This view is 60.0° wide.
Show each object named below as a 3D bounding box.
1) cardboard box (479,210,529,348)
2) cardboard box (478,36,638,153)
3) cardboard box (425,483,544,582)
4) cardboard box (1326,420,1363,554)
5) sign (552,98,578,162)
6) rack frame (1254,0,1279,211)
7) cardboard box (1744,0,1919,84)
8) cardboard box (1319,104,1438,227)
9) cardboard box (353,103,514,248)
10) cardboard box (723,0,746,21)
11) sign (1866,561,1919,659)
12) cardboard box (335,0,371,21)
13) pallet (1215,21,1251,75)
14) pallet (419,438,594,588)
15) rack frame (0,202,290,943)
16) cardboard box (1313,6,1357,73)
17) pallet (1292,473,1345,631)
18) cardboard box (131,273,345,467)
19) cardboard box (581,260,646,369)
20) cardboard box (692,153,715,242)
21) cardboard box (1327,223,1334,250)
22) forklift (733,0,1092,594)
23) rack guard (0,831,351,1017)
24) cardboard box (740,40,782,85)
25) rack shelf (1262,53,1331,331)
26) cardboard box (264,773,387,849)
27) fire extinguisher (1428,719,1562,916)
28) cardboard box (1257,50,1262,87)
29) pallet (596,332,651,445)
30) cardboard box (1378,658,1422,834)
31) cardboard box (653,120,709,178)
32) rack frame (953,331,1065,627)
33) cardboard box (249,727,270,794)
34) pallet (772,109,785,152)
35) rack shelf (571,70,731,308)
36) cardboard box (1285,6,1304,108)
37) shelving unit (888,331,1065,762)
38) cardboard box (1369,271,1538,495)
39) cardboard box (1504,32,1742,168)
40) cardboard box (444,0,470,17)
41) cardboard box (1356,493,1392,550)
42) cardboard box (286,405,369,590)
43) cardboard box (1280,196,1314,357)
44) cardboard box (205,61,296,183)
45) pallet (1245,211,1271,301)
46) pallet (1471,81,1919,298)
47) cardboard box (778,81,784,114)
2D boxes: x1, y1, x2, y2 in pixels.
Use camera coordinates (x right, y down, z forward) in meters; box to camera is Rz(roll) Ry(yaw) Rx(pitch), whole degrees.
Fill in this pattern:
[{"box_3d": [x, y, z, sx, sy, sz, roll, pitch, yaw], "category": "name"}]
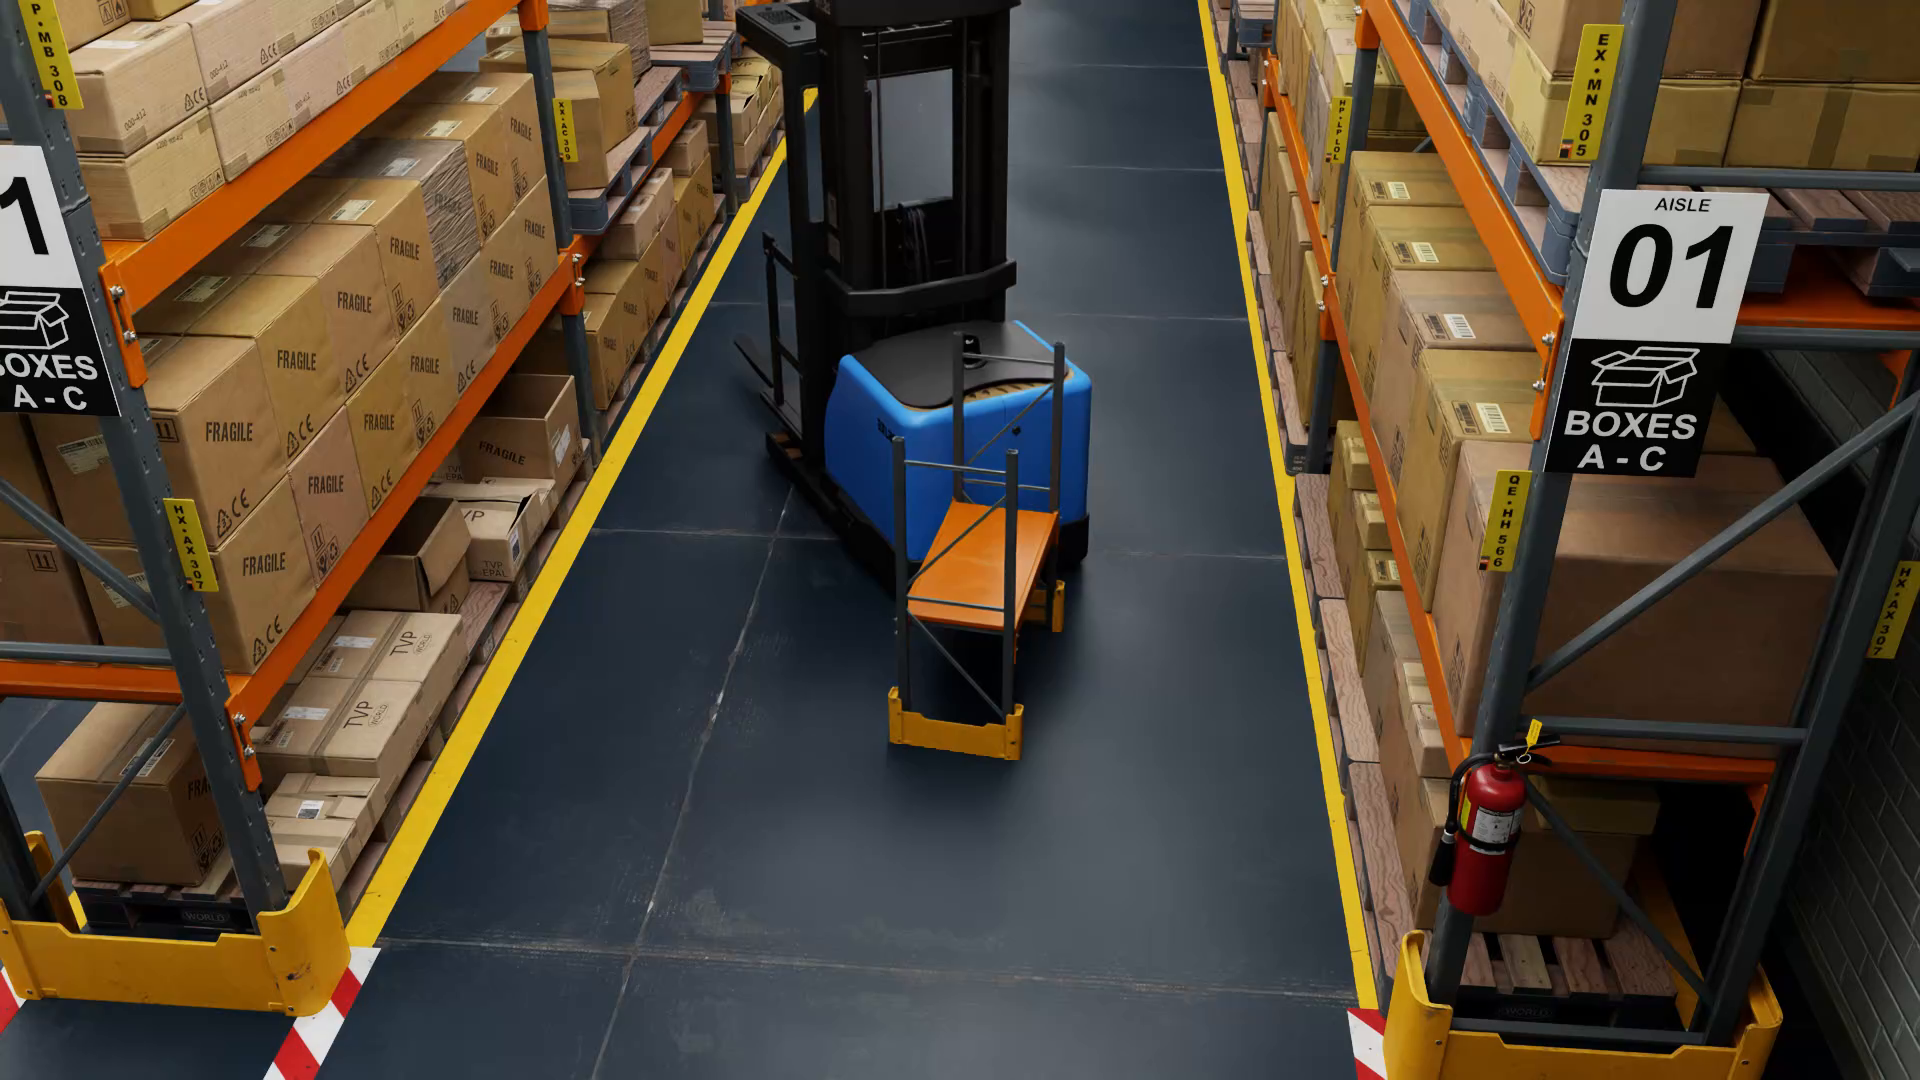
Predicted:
[{"box_3d": [-2.372, -1.229, 7.790, 0.500, 0.500, 0.500, 3, 32, 5], "category": "cardboard box"}, {"box_3d": [-2.293, -2.550, 9.533, 0.700, 0.500, 0.500, 7, 32, 12], "category": "cardboard box"}, {"box_3d": [-2.372, -0.069, 8.146, 0.500, 0.311, 0.500, 2, 32, 4], "category": "cardboard box"}, {"box_3d": [2.228, -0.247, 8.273, 0.700, 0.500, 0.500, 3, 32, 5], "category": "cardboard box"}, {"box_3d": [-2.005, -2.078, 8.437, 0.100, 0.325, 0.005, 2, 32, 4], "category": "sign"}, {"box_3d": [2.716, -3.610, 11.749, 1.000, 3.000, 0.127, 2, 32, 4], "category": "rack frame"}, {"box_3d": [2.365, -1.552, 4.483, 0.500, 0.500, 0.500, 1, 32, 2], "category": "cardboard box"}, {"box_3d": [2.177, -1.949, 8.655, 0.500, 0.500, 0.500, 2, 32, 3], "category": "cardboard box"}, {"box_3d": [-2.369, -1.653, 7.525, 0.500, 0.500, 0.500, 2, 32, 3], "category": "cardboard box"}, {"box_3d": [-1.955, -4.241, 12.858, 0.500, 0.311, 0.500, 2, 32, 3], "category": "cardboard box"}, {"box_3d": [2.618, 0.197, 4.670, 0.100, 0.325, 0.005, 2, 32, 4], "category": "sign"}, {"box_3d": [-2.444, -2.104, 6.113, 0.500, 0.250, 0.500, 2, 32, 4], "category": "cardboard box"}, {"box_3d": [3.061, -4.867, 16.447, 1.003, 0.211, 1.213, 2, 32, 4], "category": "pallet"}, {"box_3d": [-2.604, -0.182, 8.844, 1.003, 0.211, 1.213, 2, 32, 4], "category": "pallet"}, {"box_3d": [-2.872, 0.363, 5.301, 1.000, 3.000, 0.127, 2, 32, 4], "category": "rack frame"}, {"box_3d": [2.267, -2.804, 9.329, 0.500, 0.250, 0.500, 3, 32, 5], "category": "cardboard box"}, {"box_3d": [2.251, 0.063, 8.447, 1.003, 0.211, 1.213, 2, 32, 4], "category": "pallet"}, {"box_3d": [-2.539, -0.599, 5.815, 0.500, 0.500, 0.500, 3, 32, 4], "category": "cardboard box"}, {"box_3d": [-2.232, -1.373, 10.083, 0.500, 0.500, 0.500, 3, 32, 5], "category": "cardboard box"}, {"box_3d": [-2.063, -2.444, 11.820, 0.500, 0.500, 0.500, 4, 32, 6], "category": "cardboard box"}, {"box_3d": [2.136, -1.609, 8.722, 0.380, 0.149, 0.250, 3, 32, 4], "category": "cardboard box"}, {"box_3d": [-0.449, -1.693, 8.703, 1.130, 2.935, 3.031, -14, 34, -22], "category": "forklift"}, {"box_3d": [-2.866, 1.388, 6.022, 1.175, 0.500, 0.348, 2, 32, 4], "category": "rack guard"}, {"box_3d": [-1.766, -4.139, 14.293, 0.500, 0.311, 0.500, 2, 32, 3], "category": "cardboard box"}, {"box_3d": [2.554, -2.258, 10.241, 1.077, 0.370, 4.000, 2, 32, 4], "category": "rack shelf"}, {"box_3d": [-2.476, 1.047, 6.473, 0.380, 0.166, 0.250, 2, 32, 4], "category": "cardboard box"}, {"box_3d": [1.593, 0.824, 4.983, 0.296, 0.674, 0.183, 2, 32, 4], "category": "fire extinguisher"}, {"box_3d": [3.007, -4.167, 14.616, 0.700, 0.500, 0.500, 2, 32, 3], "category": "cardboard box"}, {"box_3d": [-2.518, -0.968, 10.120, 1.003, 0.211, 1.213, 2, 32, 4], "category": "pallet"}, {"box_3d": [2.063, 0.826, 6.532, 0.700, 0.500, 0.500, 2, 32, 4], "category": "cardboard box"}, {"box_3d": [-2.064, -2.734, 11.575, 0.500, 0.250, 0.500, 4, 32, 6], "category": "cardboard box"}, {"box_3d": [0.215, -0.252, 7.730, 0.500, 1.500, 0.032, 7, 32, 11], "category": "rack frame"}, {"box_3d": [-2.951, 0.879, 6.745, 0.380, 0.166, 0.250, 2, 32, 4], "category": "cardboard box"}, {"box_3d": [-2.013, -3.698, 14.549, 1.003, 0.211, 1.213, 2, 32, 4], "category": "pallet"}, {"box_3d": [-2.384, -2.468, 10.581, 1.077, 0.370, 4.000, 2, 32, 4], "category": "rack shelf"}, {"box_3d": [2.328, -3.012, 10.381, 0.500, 0.500, 0.500, 2, 32, 4], "category": "cardboard box"}, {"box_3d": [0.096, 0.012, 7.301, 0.587, 1.500, 1.083, 7, 32, 11], "category": "shelving unit"}, {"box_3d": [2.216, -0.601, 6.580, 0.980, 0.700, 0.700, 1, 32, 2], "category": "cardboard box"}, {"box_3d": [1.860, -1.256, 4.717, 0.500, 0.250, 0.500, 3, 32, 5], "category": "cardboard box"}, {"box_3d": [-2.373, -2.415, 7.093, 0.500, 0.250, 0.500, 2, 32, 4], "category": "cardboard box"}, {"box_3d": [1.976, -0.079, 7.382, 0.380, 0.149, 0.250, 2, 32, 3], "category": "cardboard box"}, {"box_3d": [-2.537, -0.170, 6.072, 0.500, 0.500, 0.500, 2, 32, 4], "category": "cardboard box"}, {"box_3d": [2.383, -1.593, 10.124, 0.750, 0.750, 0.750, 3, 32, 5], "category": "cardboard box"}, {"box_3d": [-2.524, -1.369, 5.395, 0.500, 0.250, 0.500, 2, 32, 4], "category": "cardboard box"}, {"box_3d": [2.577, -2.014, 11.817, 1.003, 0.211, 1.213, 2, 32, 4], "category": "pallet"}, {"box_3d": [2.115, -1.055, 4.828, 1.003, 0.211, 1.213, 2, 32, 4], "category": "pallet"}, {"box_3d": [-1.767, -3.893, 14.428, 0.500, 0.250, 0.500, 3, 32, 5], "category": "cardboard box"}]
